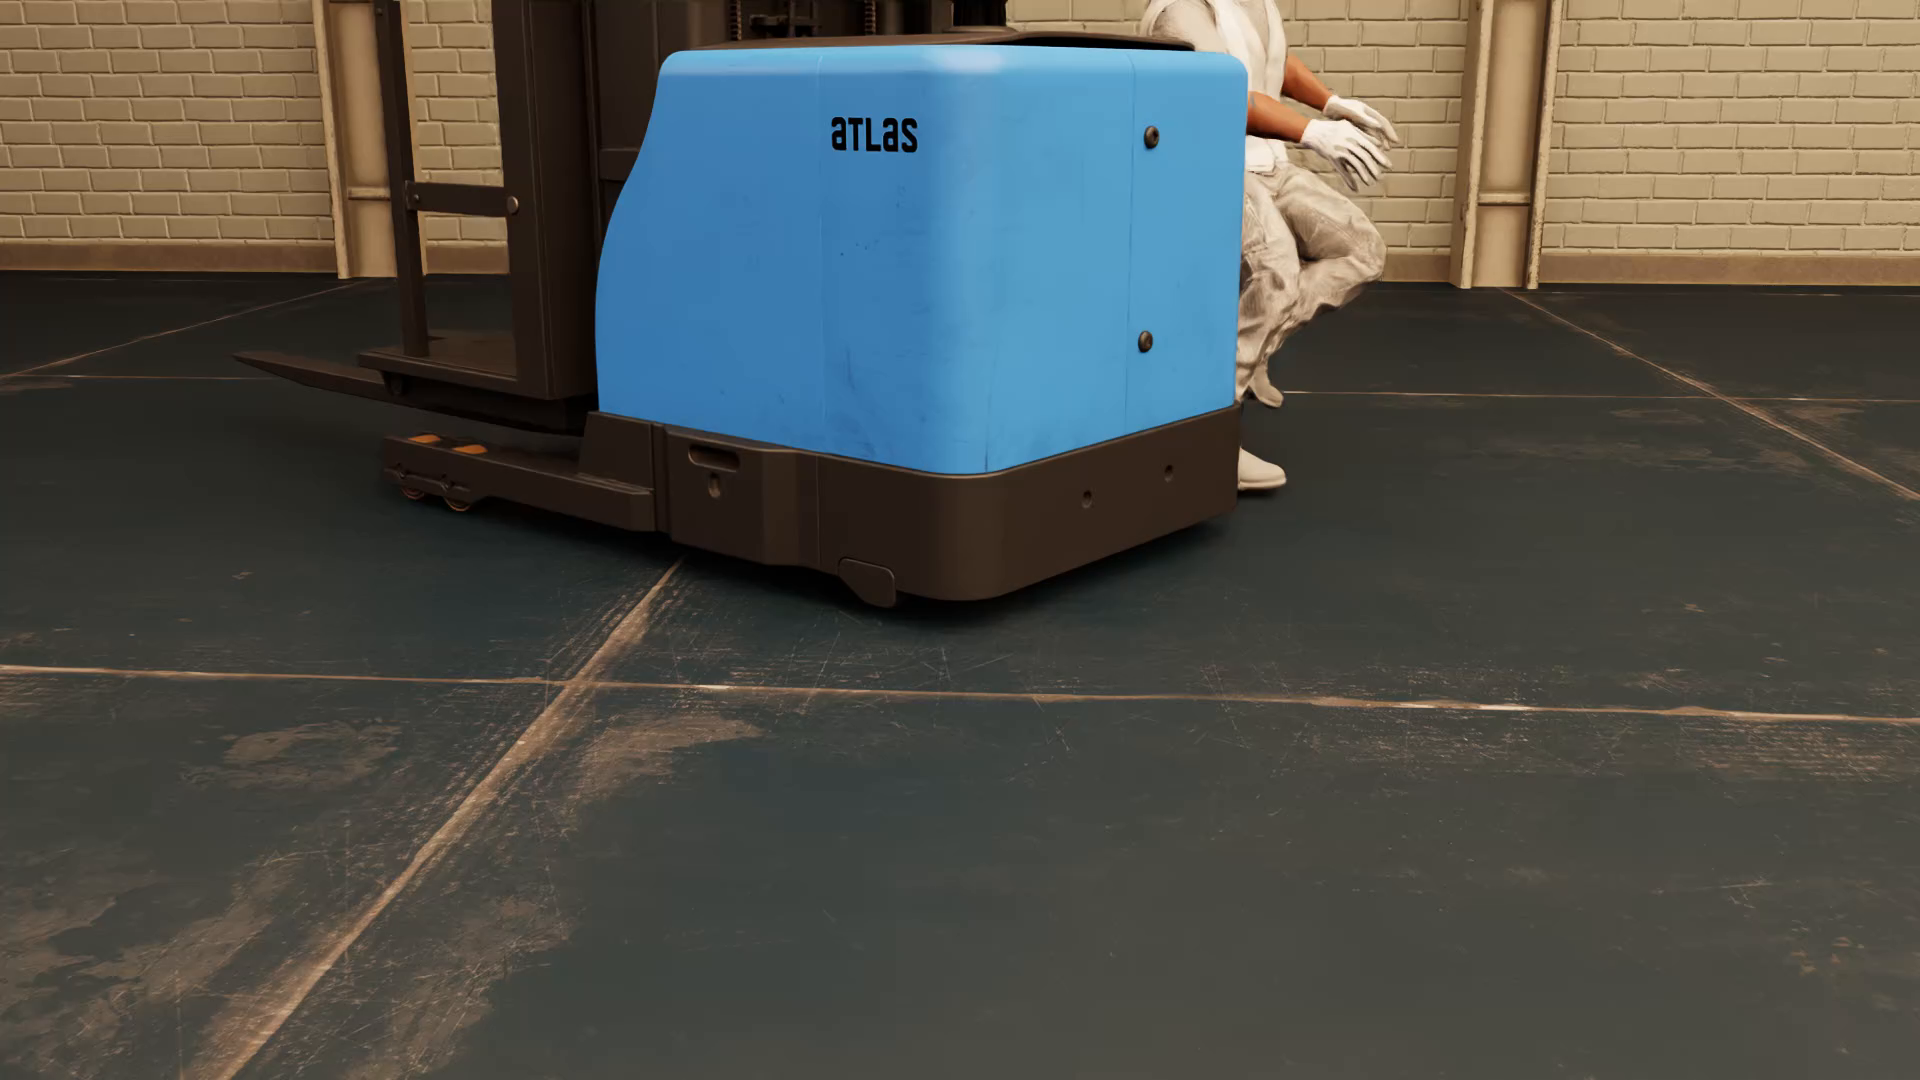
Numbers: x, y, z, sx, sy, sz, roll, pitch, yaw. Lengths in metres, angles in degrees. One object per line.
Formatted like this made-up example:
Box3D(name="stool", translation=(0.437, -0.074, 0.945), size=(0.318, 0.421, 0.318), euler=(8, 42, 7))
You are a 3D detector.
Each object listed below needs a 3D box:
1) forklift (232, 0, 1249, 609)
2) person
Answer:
Box3D(name="forklift", translation=(-0.822, -1.576, 4.026), size=(3.031, 2.935, 1.130), euler=(12, 19, 38))
Box3D(name="person", translation=(0.860, -0.990, 4.390), size=(0.776, 1.568, 0.873), euler=(10, 18, 32))
